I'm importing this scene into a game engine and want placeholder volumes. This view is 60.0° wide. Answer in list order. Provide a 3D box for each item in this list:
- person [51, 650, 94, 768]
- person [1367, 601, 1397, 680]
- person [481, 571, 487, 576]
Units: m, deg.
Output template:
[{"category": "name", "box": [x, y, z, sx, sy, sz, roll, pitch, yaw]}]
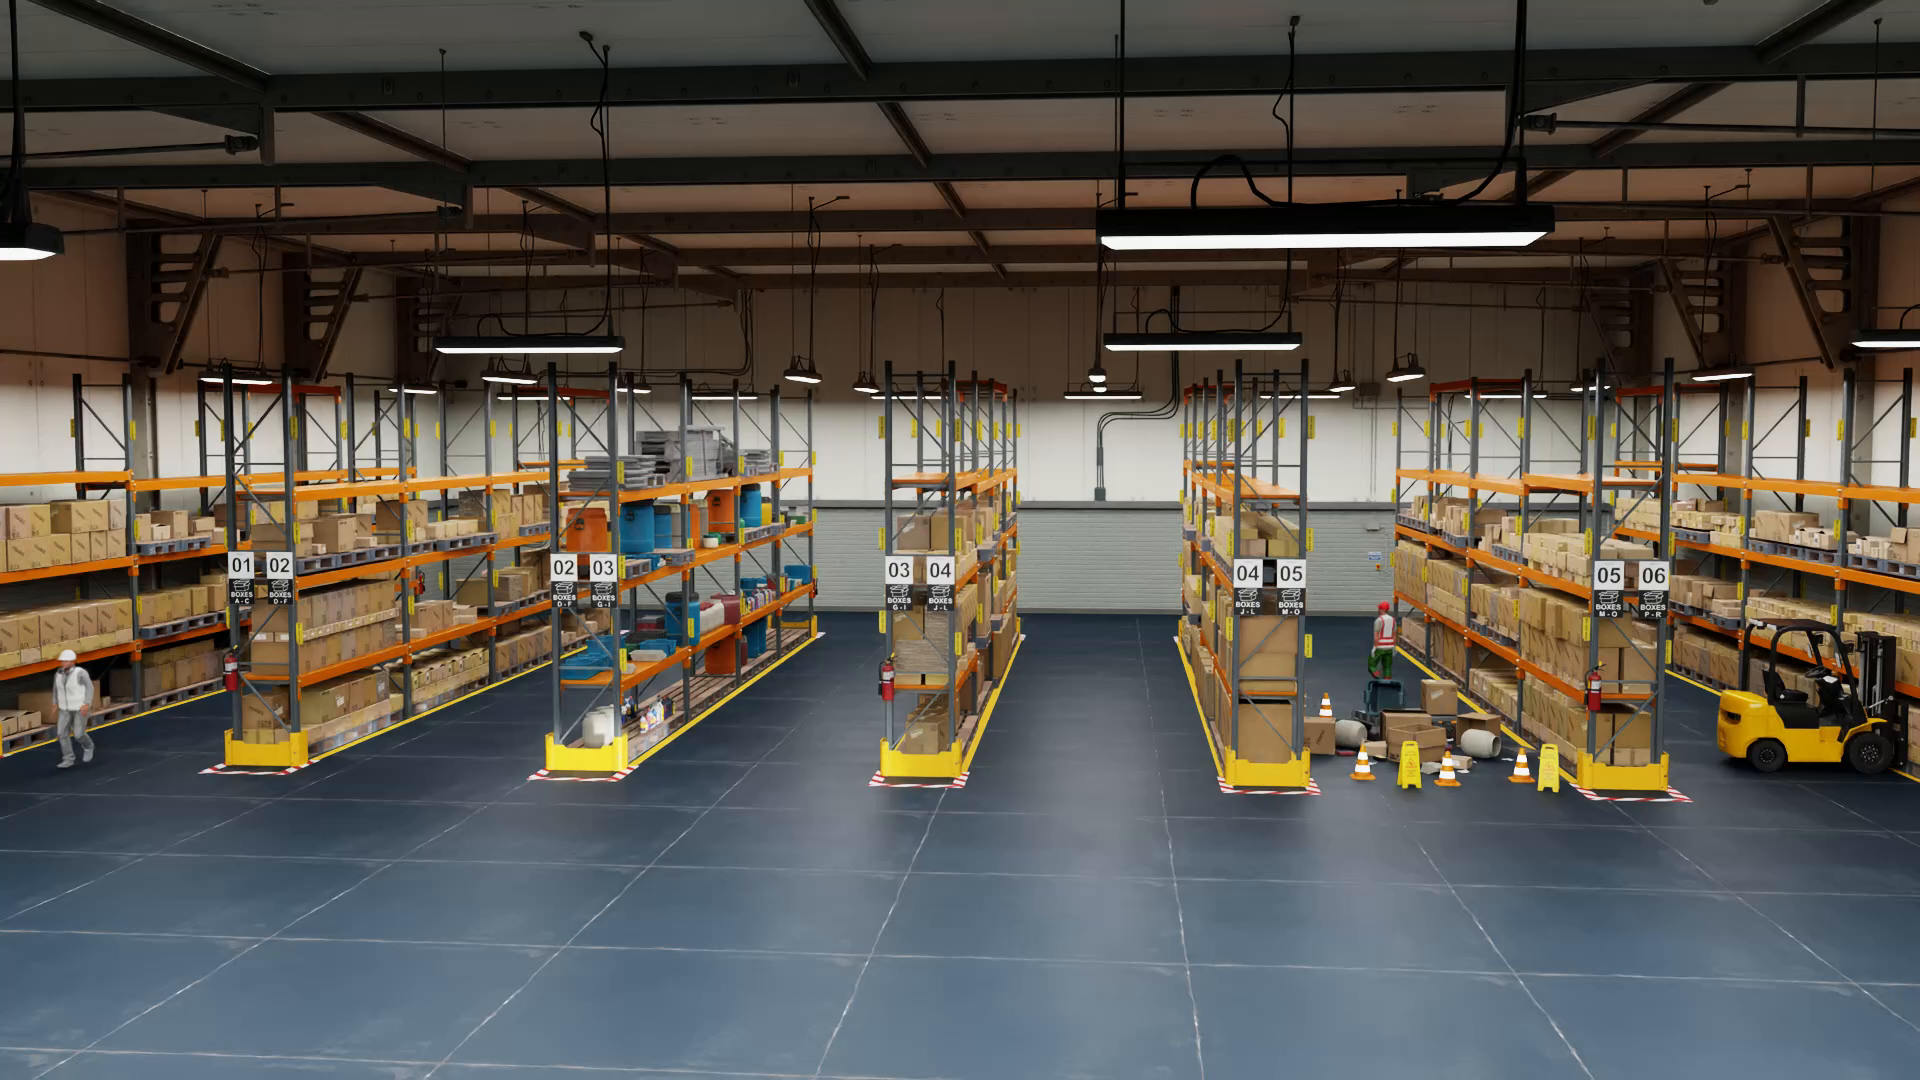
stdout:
[{"category": "person", "box": [-13.252, 2.499, 24.895, 0.633, 1.760, 0.602, 0, 4, 5]}, {"category": "person", "box": [7.990, 2.048, 31.327, 0.602, 1.791, 0.467, -2, 4, -26]}, {"category": "person", "box": [-11.285, 1.558, 39.425, 0.539, 1.661, 1.069, 1, 4, 8]}]
